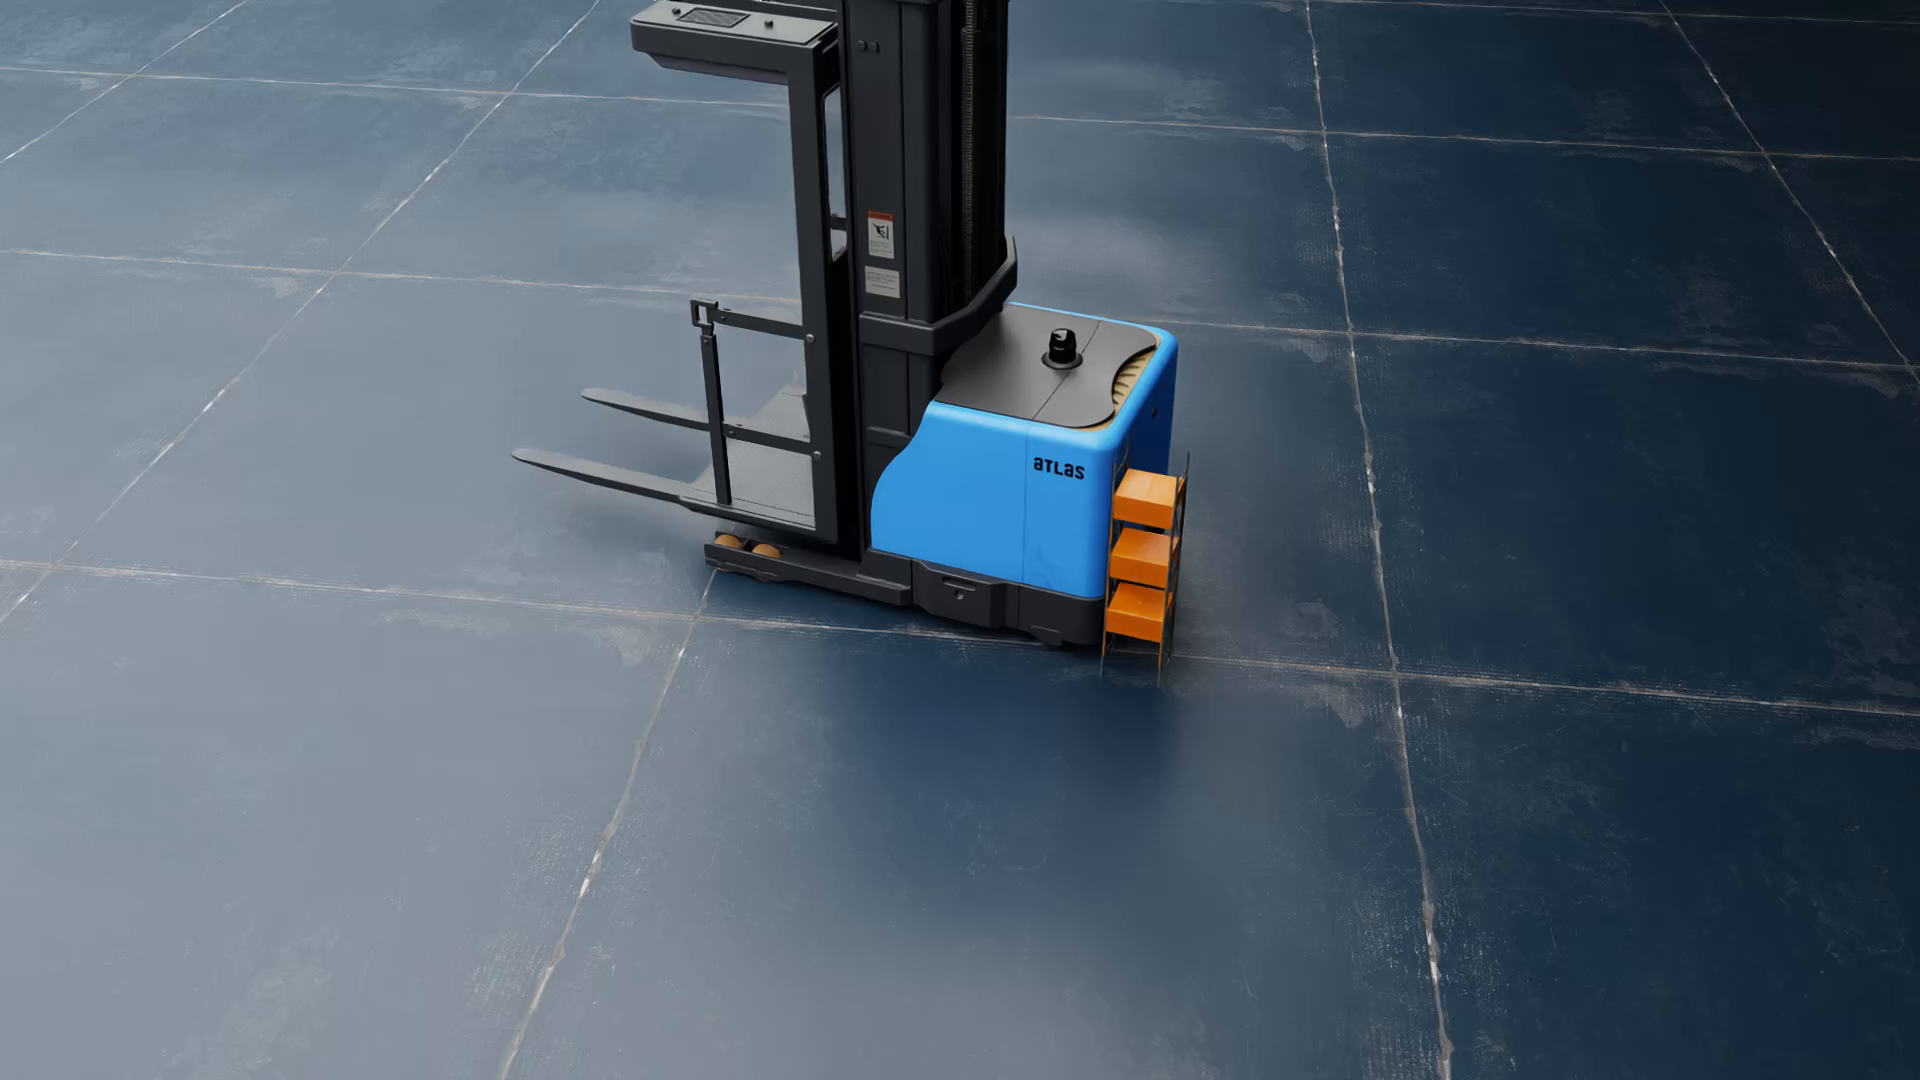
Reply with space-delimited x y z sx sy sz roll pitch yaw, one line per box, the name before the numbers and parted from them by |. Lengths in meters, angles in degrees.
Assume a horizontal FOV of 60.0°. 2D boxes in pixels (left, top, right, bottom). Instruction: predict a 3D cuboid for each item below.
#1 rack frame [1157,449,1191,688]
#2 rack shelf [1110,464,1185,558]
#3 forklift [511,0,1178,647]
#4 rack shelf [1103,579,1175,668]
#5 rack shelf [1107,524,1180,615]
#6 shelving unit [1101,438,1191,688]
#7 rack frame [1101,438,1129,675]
rack frame | 0.855 0.130 6.664 0.008 1.050 0.200 12 37 16
rack shelf | 0.741 -0.116 6.538 0.240 0.259 0.215 12 37 16
forklift | -0.615 -1.277 7.016 3.031 2.935 1.130 13 37 17
rack shelf | 0.741 0.341 6.865 0.240 0.259 0.215 12 37 16
rack shelf | 0.741 0.115 6.703 0.240 0.259 0.215 12 37 16
shelving unit | 0.741 0.106 6.697 0.252 1.050 0.215 12 37 16
rack frame | 0.626 0.082 6.731 0.008 1.050 0.200 12 37 16
